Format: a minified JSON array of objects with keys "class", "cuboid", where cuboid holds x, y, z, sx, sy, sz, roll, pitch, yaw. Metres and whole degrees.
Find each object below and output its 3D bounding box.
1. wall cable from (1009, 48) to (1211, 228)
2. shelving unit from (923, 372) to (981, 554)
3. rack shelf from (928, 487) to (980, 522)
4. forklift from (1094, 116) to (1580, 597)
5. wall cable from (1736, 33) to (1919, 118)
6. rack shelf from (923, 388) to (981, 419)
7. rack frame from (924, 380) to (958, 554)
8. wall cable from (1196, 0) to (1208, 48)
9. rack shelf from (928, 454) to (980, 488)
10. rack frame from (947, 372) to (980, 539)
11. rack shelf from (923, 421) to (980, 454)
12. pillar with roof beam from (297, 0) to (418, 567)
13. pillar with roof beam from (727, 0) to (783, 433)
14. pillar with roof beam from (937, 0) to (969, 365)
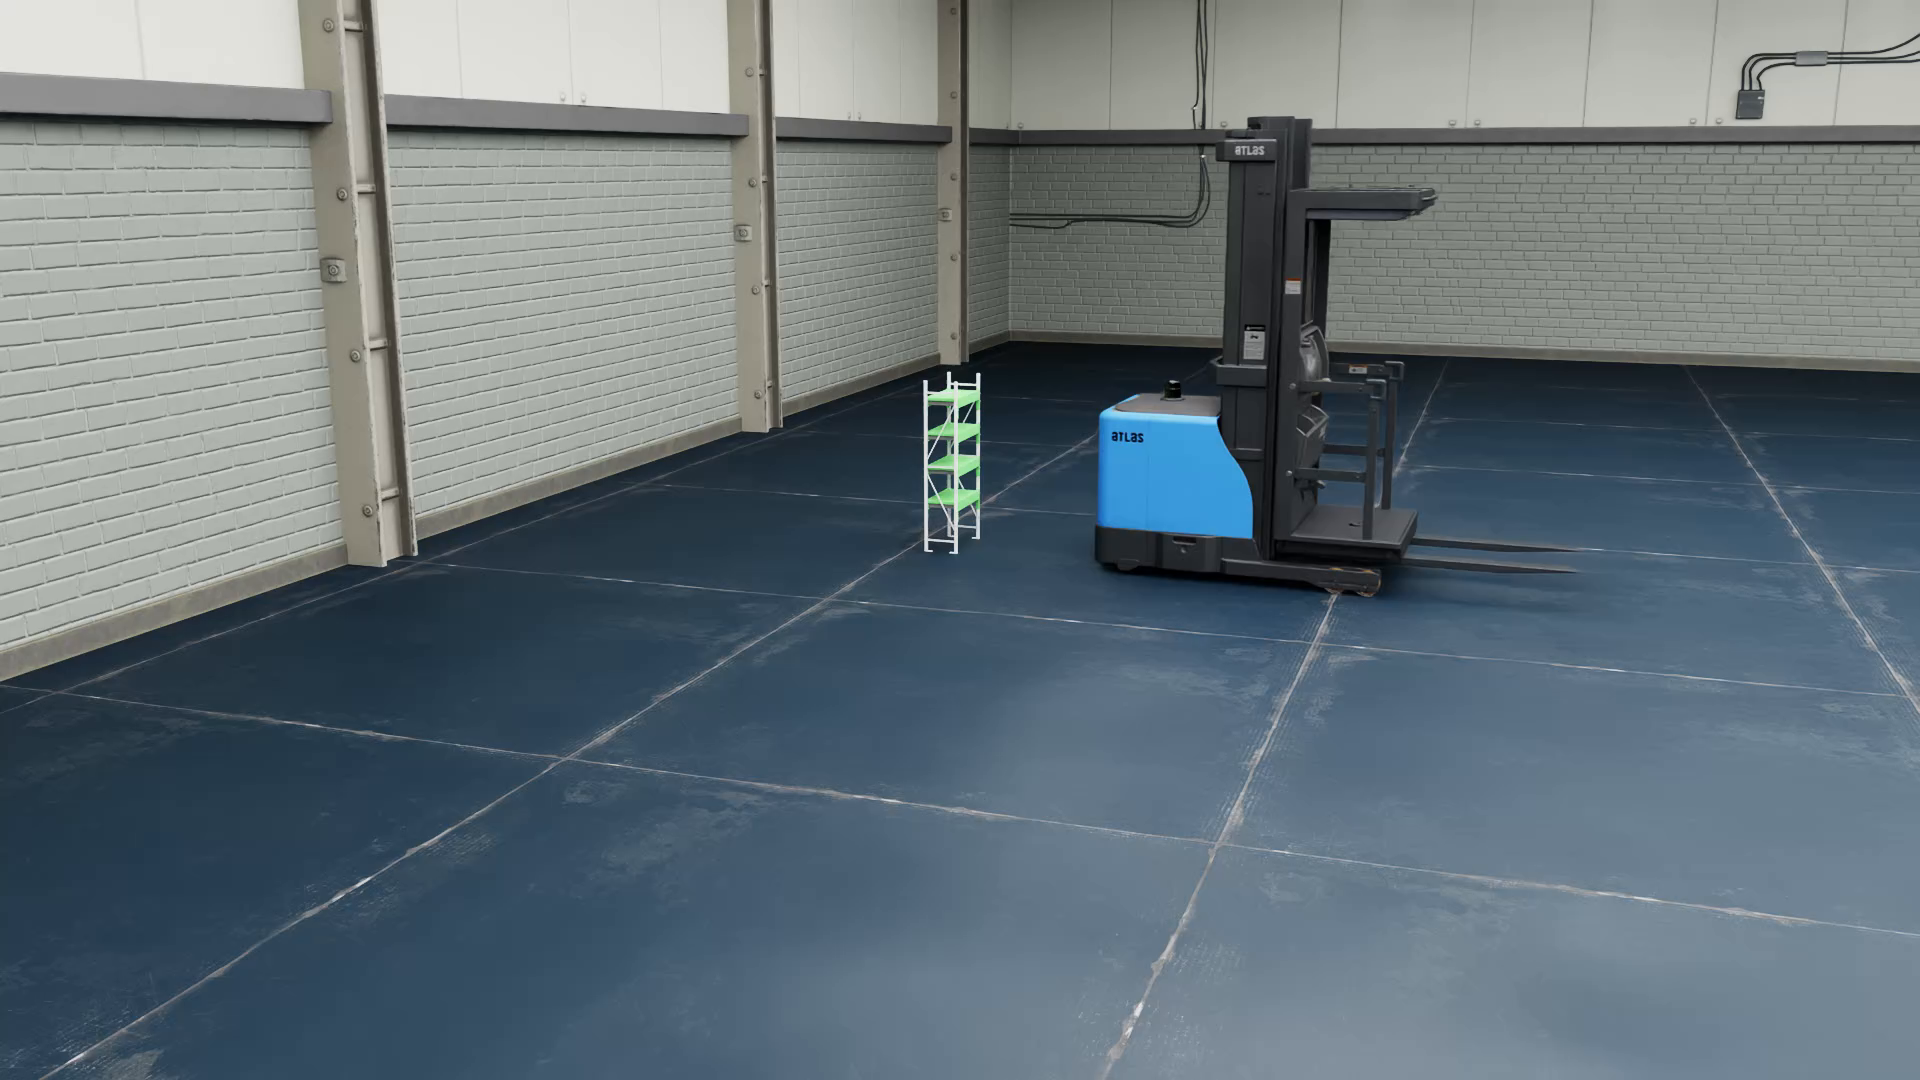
[{"class":"wall cable","cuboid":[2.117,-5.795,24.133,3.097,2.526,0.112,4,14,18]},{"class":"shelving unit","cuboid":[-0.054,-0.550,11.702,0.258,1.200,0.503,4,14,18]},{"class":"rack shelf","cuboid":[-0.054,-0.254,11.769,0.258,0.148,0.480,4,14,18]},{"class":"forklift","cuboid":[2.469,-1.207,10.687,3.031,2.935,1.130,5,14,20]},{"class":"wall cable","cuboid":[11.095,-8.280,20.400,2.305,6.003,0.169,4,14,18]},{"class":"rack shelf","cuboid":[-0.054,-0.956,11.609,0.258,0.148,0.480,4,14,18]},{"class":"rack frame","cuboid":[-0.132,-0.499,11.477,0.240,1.200,0.015,4,14,18]},{"class":"wall cable","cuboid":[4.677,-8.062,22.717,3.097,2.526,0.112,4,14,18]},{"class":"rack shelf","cuboid":[-0.054,-0.488,11.716,0.258,0.148,0.480,4,14,18]},{"class":"rack frame","cuboid":[0.025,-0.601,11.927,0.240,1.200,0.015,4,14,18]},{"class":"rack shelf","cuboid":[-0.054,-0.722,11.662,0.258,0.148,0.480,4,14,18]},{"class":"pillar with roof beam","cuboid":[0.103,-3.947,9.059,9.100,9.000,0.400,4,14,18]},{"class":"pillar with roof beam","cuboid":[2.045,-5.211,14.594,9.100,9.000,0.400,4,14,18]},{"class":"pillar with roof beam","cuboid":[3.986,-6.474,20.129,9.100,9.000,0.400,4,14,18]}]
